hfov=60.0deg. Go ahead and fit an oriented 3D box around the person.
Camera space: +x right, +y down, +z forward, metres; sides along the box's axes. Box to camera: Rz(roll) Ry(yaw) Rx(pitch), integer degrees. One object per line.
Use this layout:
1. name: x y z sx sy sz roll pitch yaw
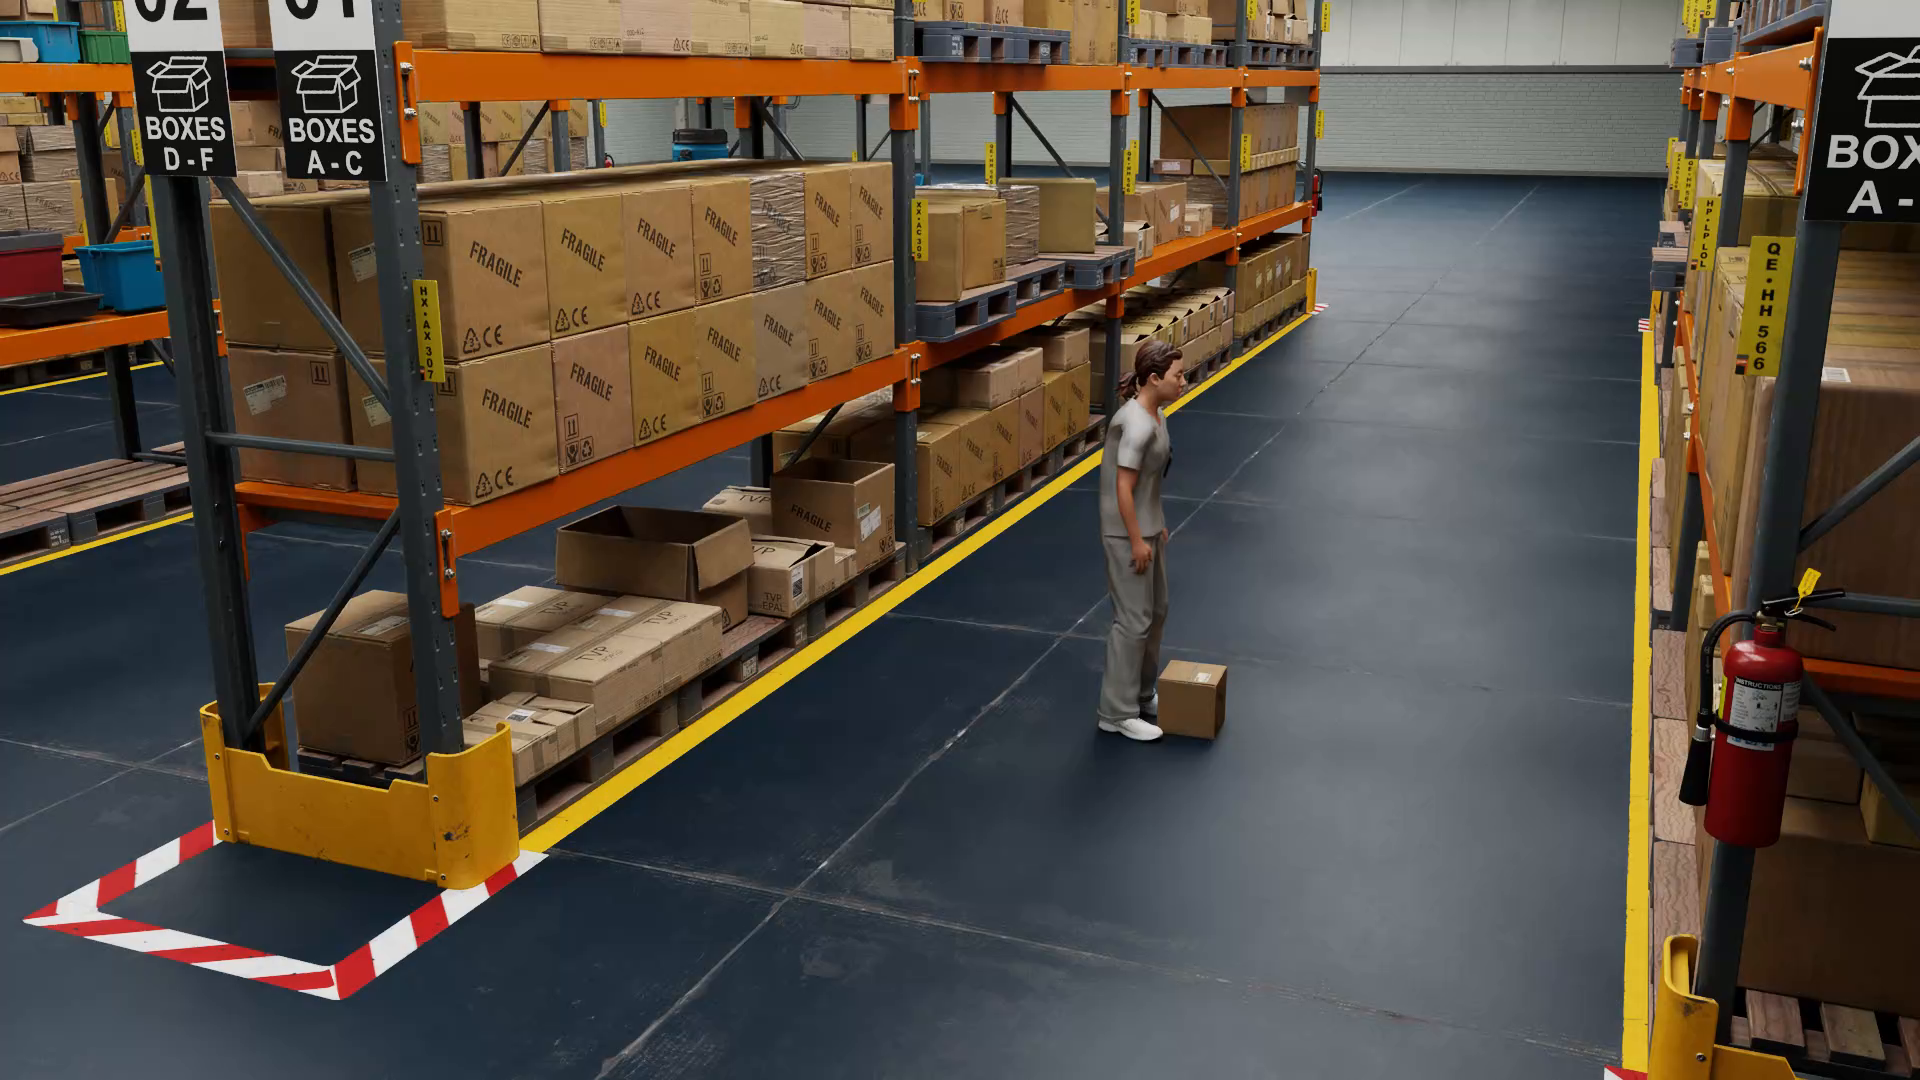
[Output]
1. person: 0.773 -0.018 7.092 0.354 1.673 0.513 5 16 18
